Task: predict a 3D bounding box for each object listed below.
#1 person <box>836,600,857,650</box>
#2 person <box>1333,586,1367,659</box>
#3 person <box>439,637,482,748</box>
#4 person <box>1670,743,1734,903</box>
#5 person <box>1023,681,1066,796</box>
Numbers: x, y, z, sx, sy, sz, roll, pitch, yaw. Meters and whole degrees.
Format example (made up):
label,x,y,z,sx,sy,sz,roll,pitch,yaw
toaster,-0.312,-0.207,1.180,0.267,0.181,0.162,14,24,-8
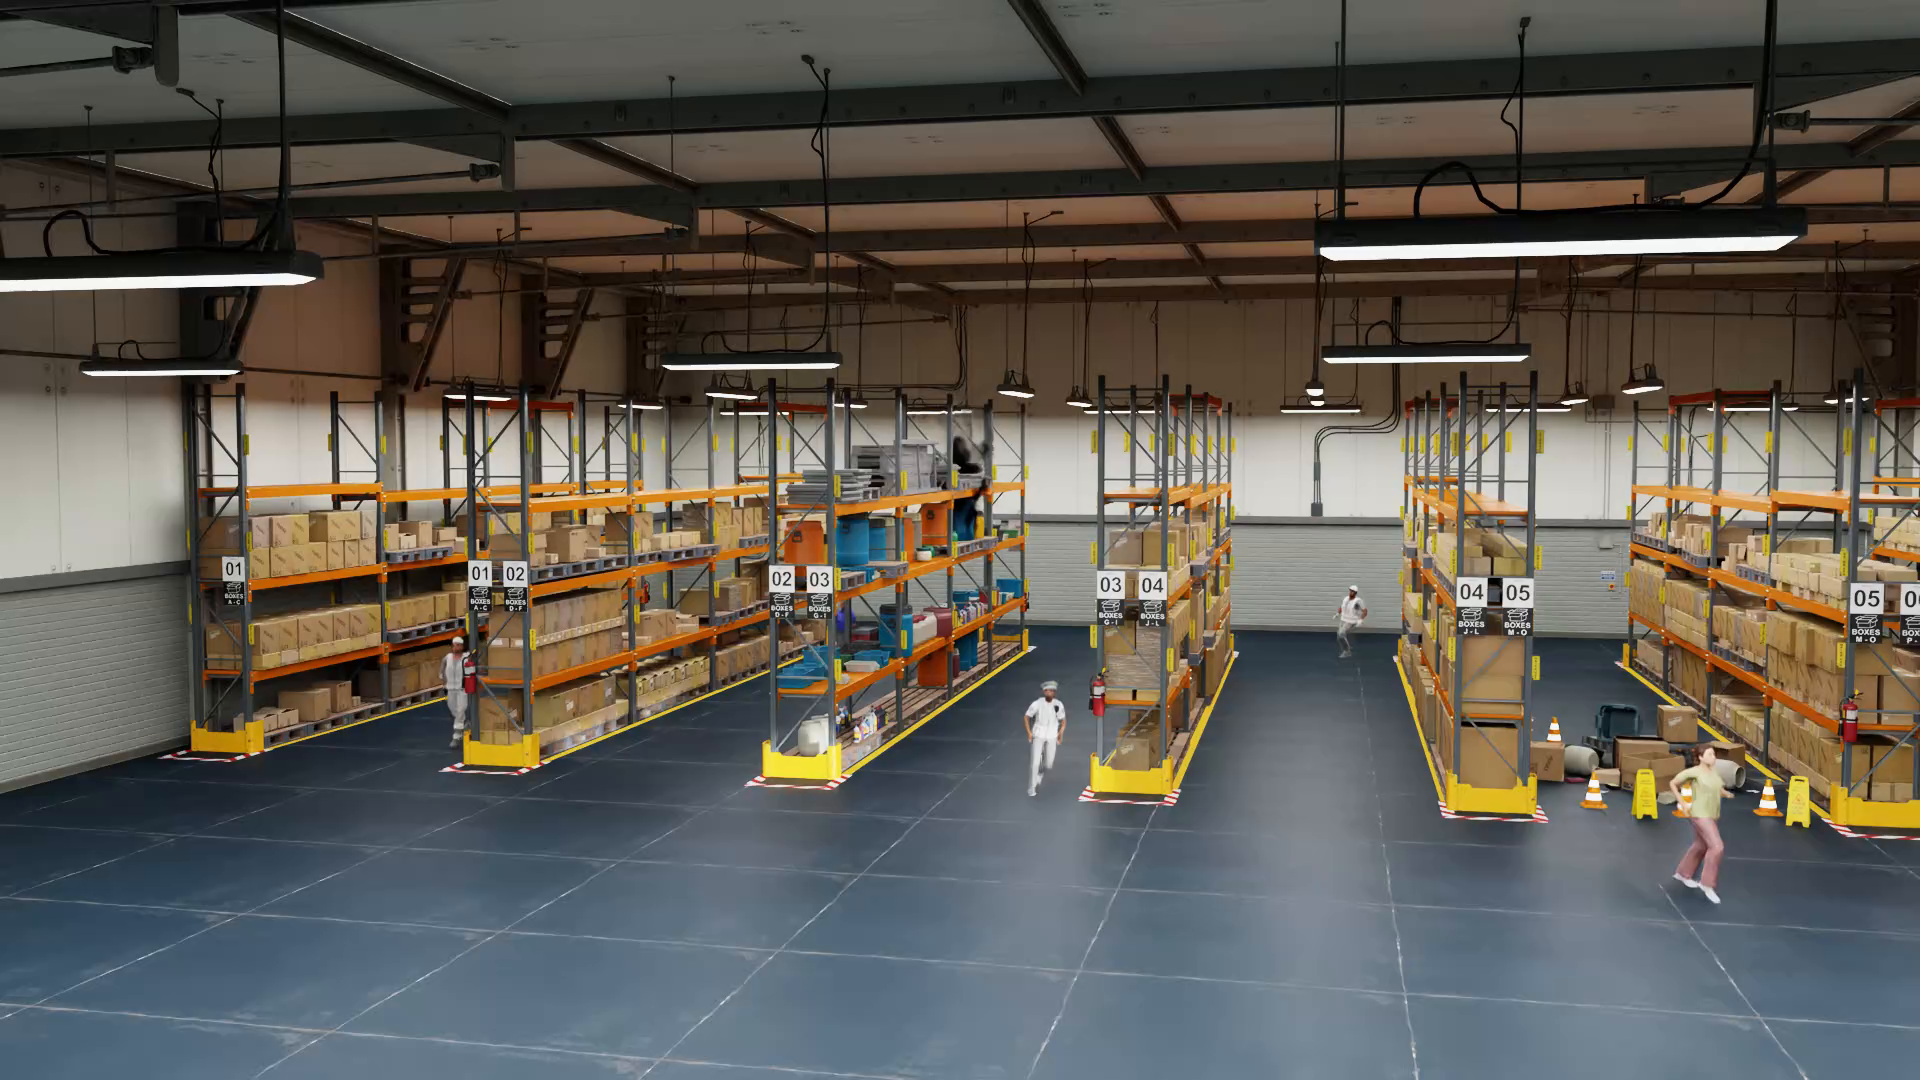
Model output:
label,x,y,z,sx,sy,sz,roll,pitch,yaw
person,-2.541,2.112,36.316,0.588,1.621,0.796,0,3,1
person,9.042,1.926,38.807,0.598,1.738,0.745,-2,4,-26
person,-8.350,2.503,27.688,0.656,1.786,0.987,0,3,5
person,8.242,3.110,18.447,0.545,1.721,0.730,-2,4,-32
person,1.227,2.834,23.863,0.630,1.644,0.499,0,3,-6
